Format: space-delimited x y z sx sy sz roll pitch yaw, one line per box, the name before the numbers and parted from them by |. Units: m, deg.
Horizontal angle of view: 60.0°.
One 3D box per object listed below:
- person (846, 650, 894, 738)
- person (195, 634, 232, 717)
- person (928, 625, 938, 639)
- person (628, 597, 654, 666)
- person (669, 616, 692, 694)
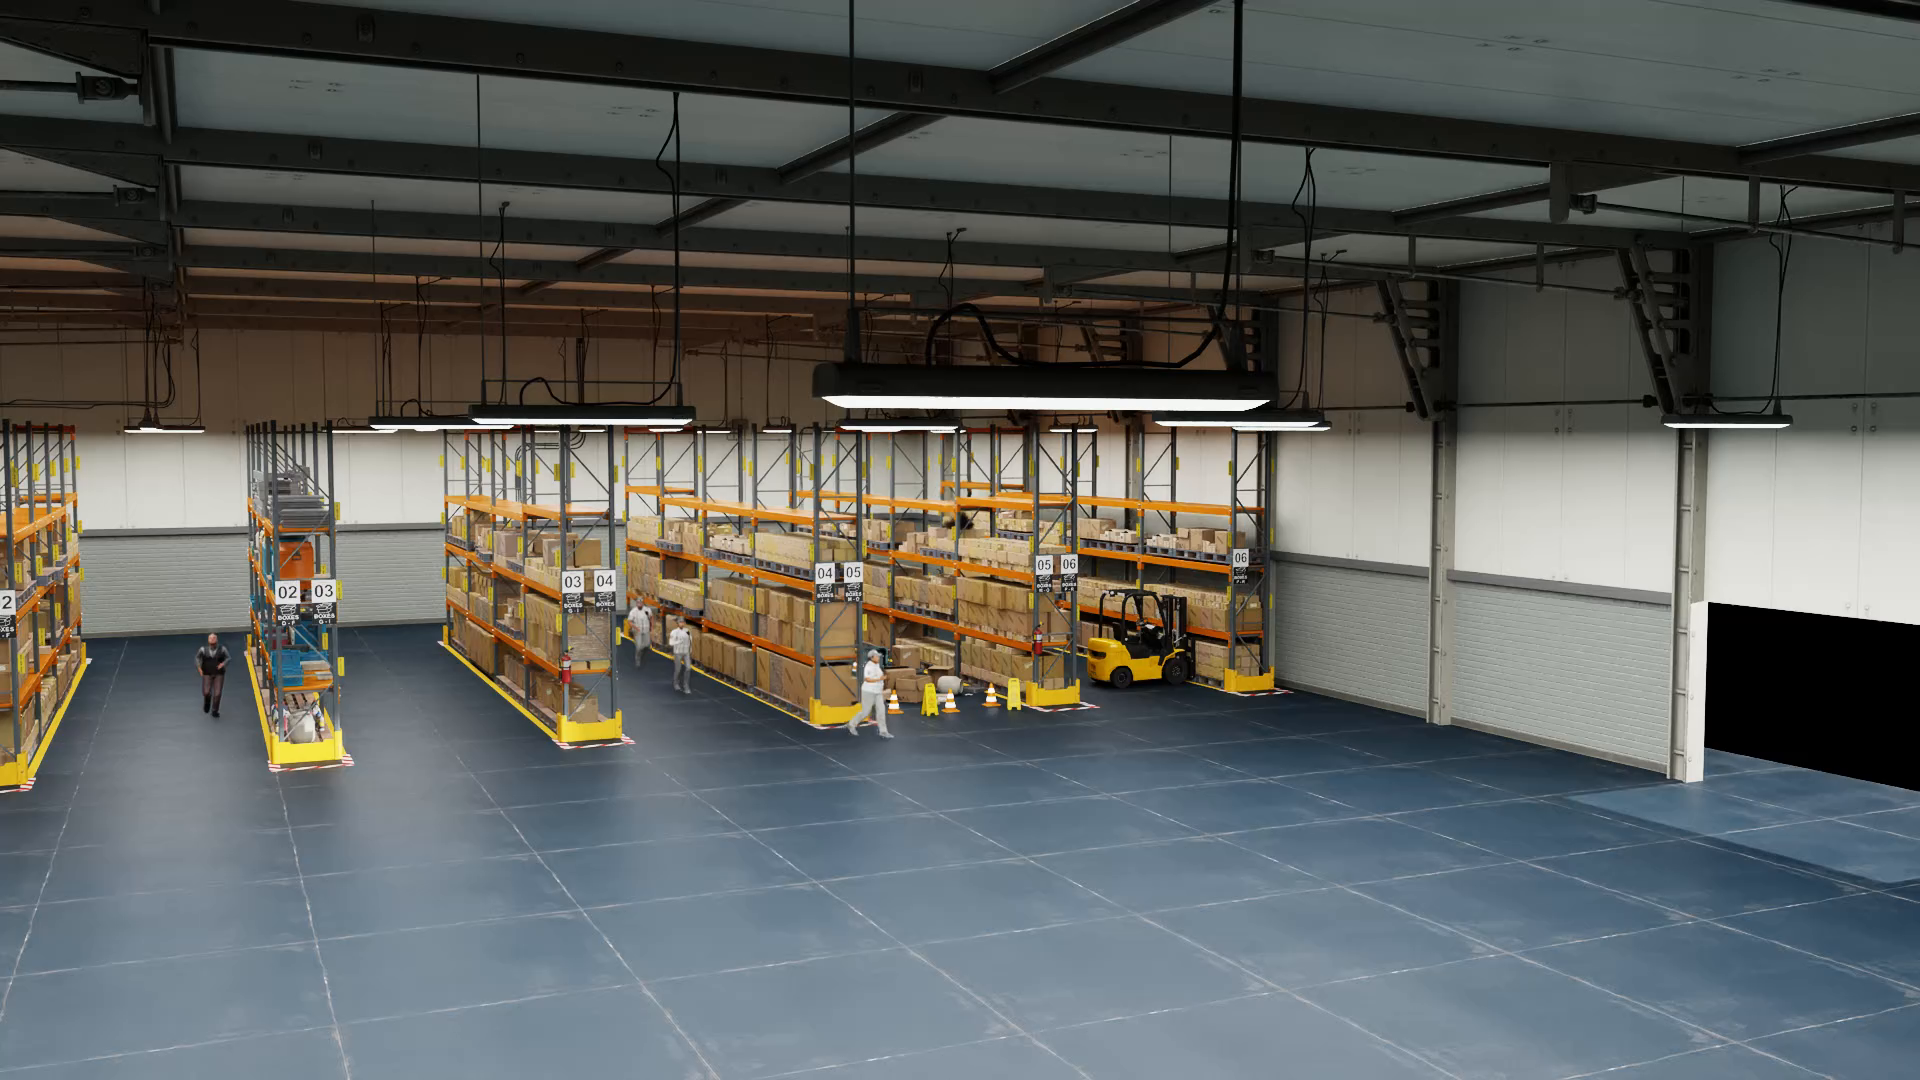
person | -1.676 2.901 31.445 0.936 1.657 0.615 2 4 23
person | -15.195 2.759 33.839 0.703 1.694 0.542 -1 4 -21
person | -0.829 1.970 46.143 0.727 1.796 0.754 -1 4 -19
person | -7.925 2.270 41.428 0.688 1.744 0.655 -1 4 -21
person | -6.201 2.560 37.053 0.594 1.745 0.712 -2 4 -27
